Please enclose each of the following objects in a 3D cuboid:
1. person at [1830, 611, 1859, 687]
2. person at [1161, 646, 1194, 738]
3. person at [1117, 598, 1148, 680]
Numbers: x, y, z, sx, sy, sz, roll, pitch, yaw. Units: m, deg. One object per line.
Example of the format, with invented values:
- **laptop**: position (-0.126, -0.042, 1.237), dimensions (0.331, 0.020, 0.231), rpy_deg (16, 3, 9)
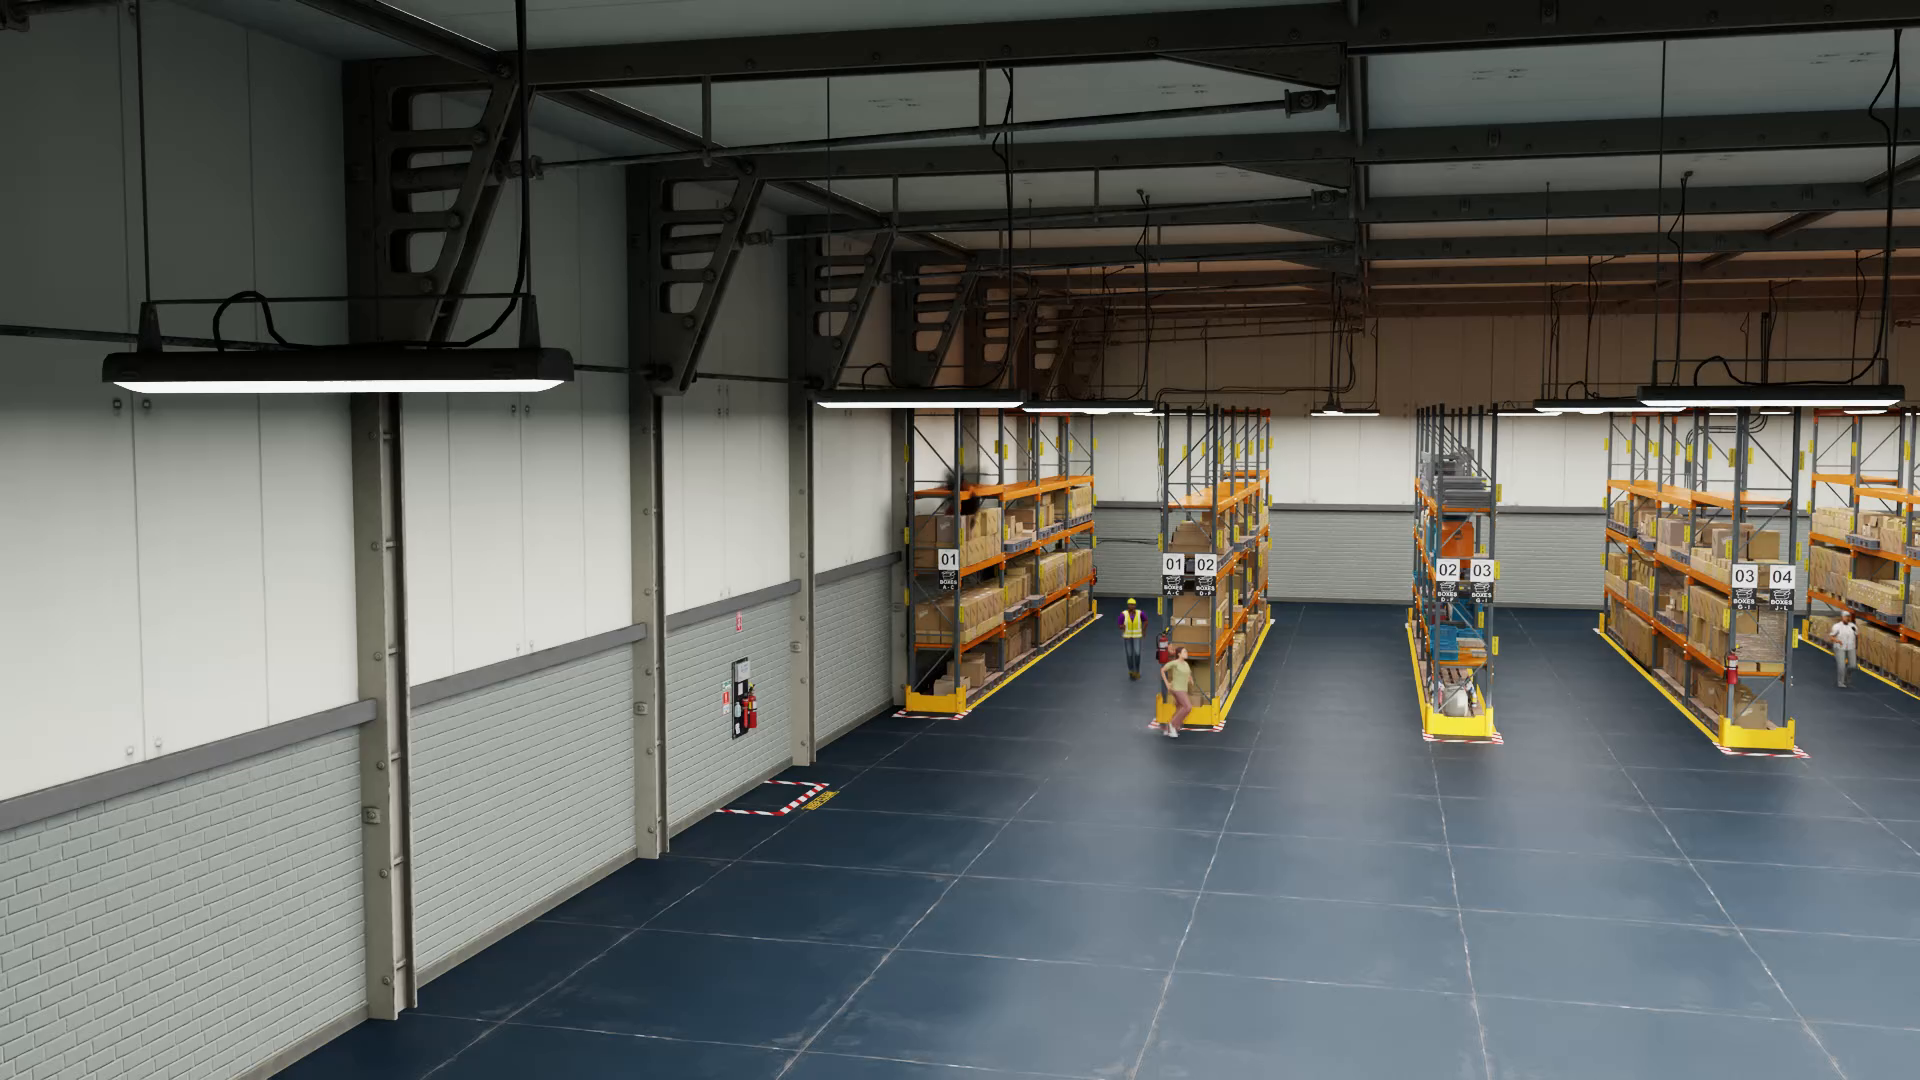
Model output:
- **person**: position (18.859, 2.332, 35.406), dimensions (0.599, 1.621, 0.557), rpy_deg (1, 4, 13)
- **person**: position (3.978, 2.723, 29.920), dimensions (0.575, 1.622, 0.590), rpy_deg (3, 5, 37)
- **person**: position (3.796, 2.185, 36.656), dimensions (0.671, 1.805, 0.738), rpy_deg (1, 4, 8)
